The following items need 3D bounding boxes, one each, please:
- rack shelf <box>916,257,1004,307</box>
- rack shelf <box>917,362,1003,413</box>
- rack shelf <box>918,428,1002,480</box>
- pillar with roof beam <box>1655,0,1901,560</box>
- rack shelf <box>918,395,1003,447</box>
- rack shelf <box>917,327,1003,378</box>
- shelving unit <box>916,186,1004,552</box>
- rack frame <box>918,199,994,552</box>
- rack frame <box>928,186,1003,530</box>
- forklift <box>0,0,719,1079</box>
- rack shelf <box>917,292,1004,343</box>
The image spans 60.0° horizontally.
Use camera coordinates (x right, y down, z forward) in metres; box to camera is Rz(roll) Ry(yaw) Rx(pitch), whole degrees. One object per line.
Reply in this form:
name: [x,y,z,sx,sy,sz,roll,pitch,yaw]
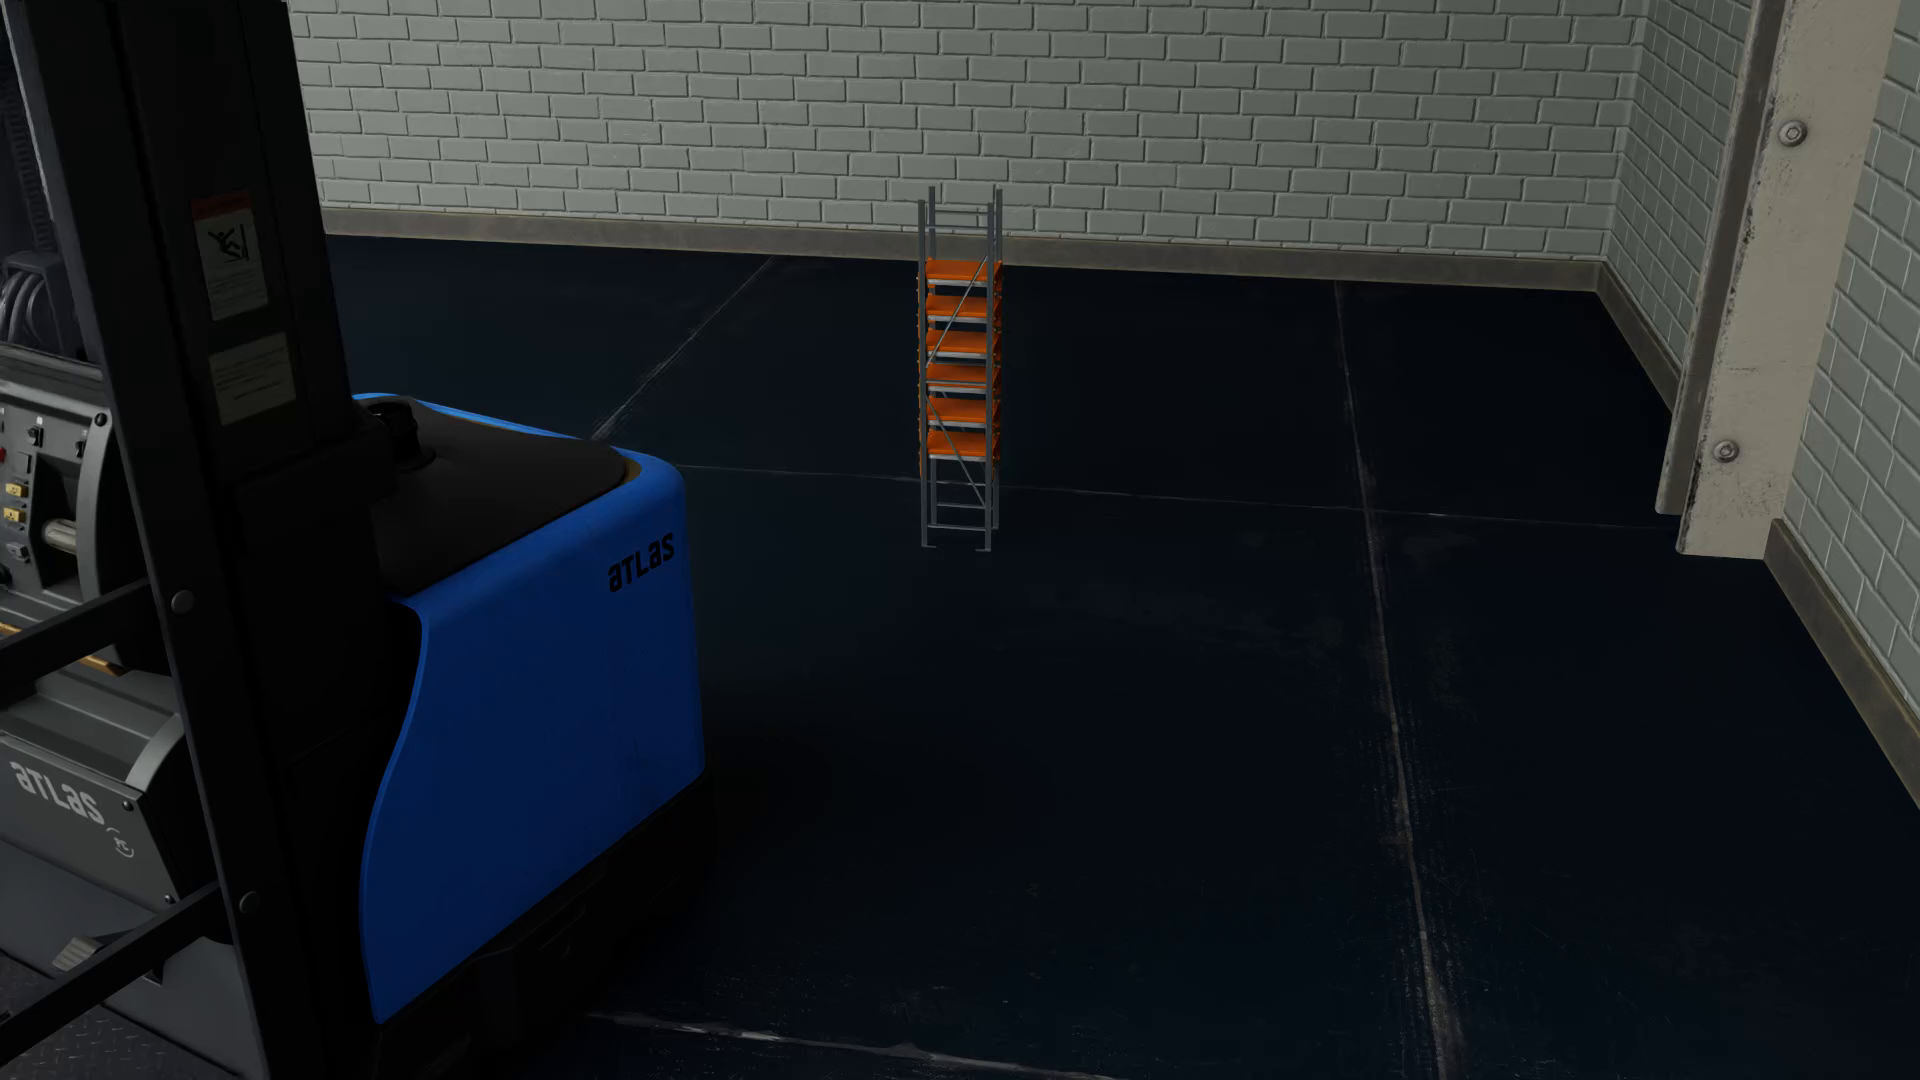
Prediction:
rack shelf: [0.002,-0.835,5.375,0.258,0.103,0.180,4,25,9]
rack shelf: [0.002,-0.509,5.527,0.258,0.103,0.180,4,25,9]
rack shelf: [0.002,-0.292,5.629,0.258,0.103,0.180,4,25,9]
pillar with roof beam: [-1.620,-4.399,4.534,9.100,9.000,0.400,4,25,9]
rack shelf: [0.002,-0.401,5.578,0.258,0.103,0.180,4,25,9]
rack shelf: [0.002,-0.618,5.477,0.258,0.103,0.180,4,25,9]
shelving unit: [0.002,-0.549,5.509,0.258,1.200,0.189,4,25,9]
rack frame: [-0.013,-0.511,5.427,0.240,1.200,0.006,4,25,9]
rack frame: [0.017,-0.588,5.590,0.240,1.200,0.006,4,25,9]
forklift: [-1.745,-0.084,2.471,1.130,2.935,3.031,14,28,27]
rack shelf: [0.002,-0.727,5.426,0.258,0.103,0.180,4,25,9]
